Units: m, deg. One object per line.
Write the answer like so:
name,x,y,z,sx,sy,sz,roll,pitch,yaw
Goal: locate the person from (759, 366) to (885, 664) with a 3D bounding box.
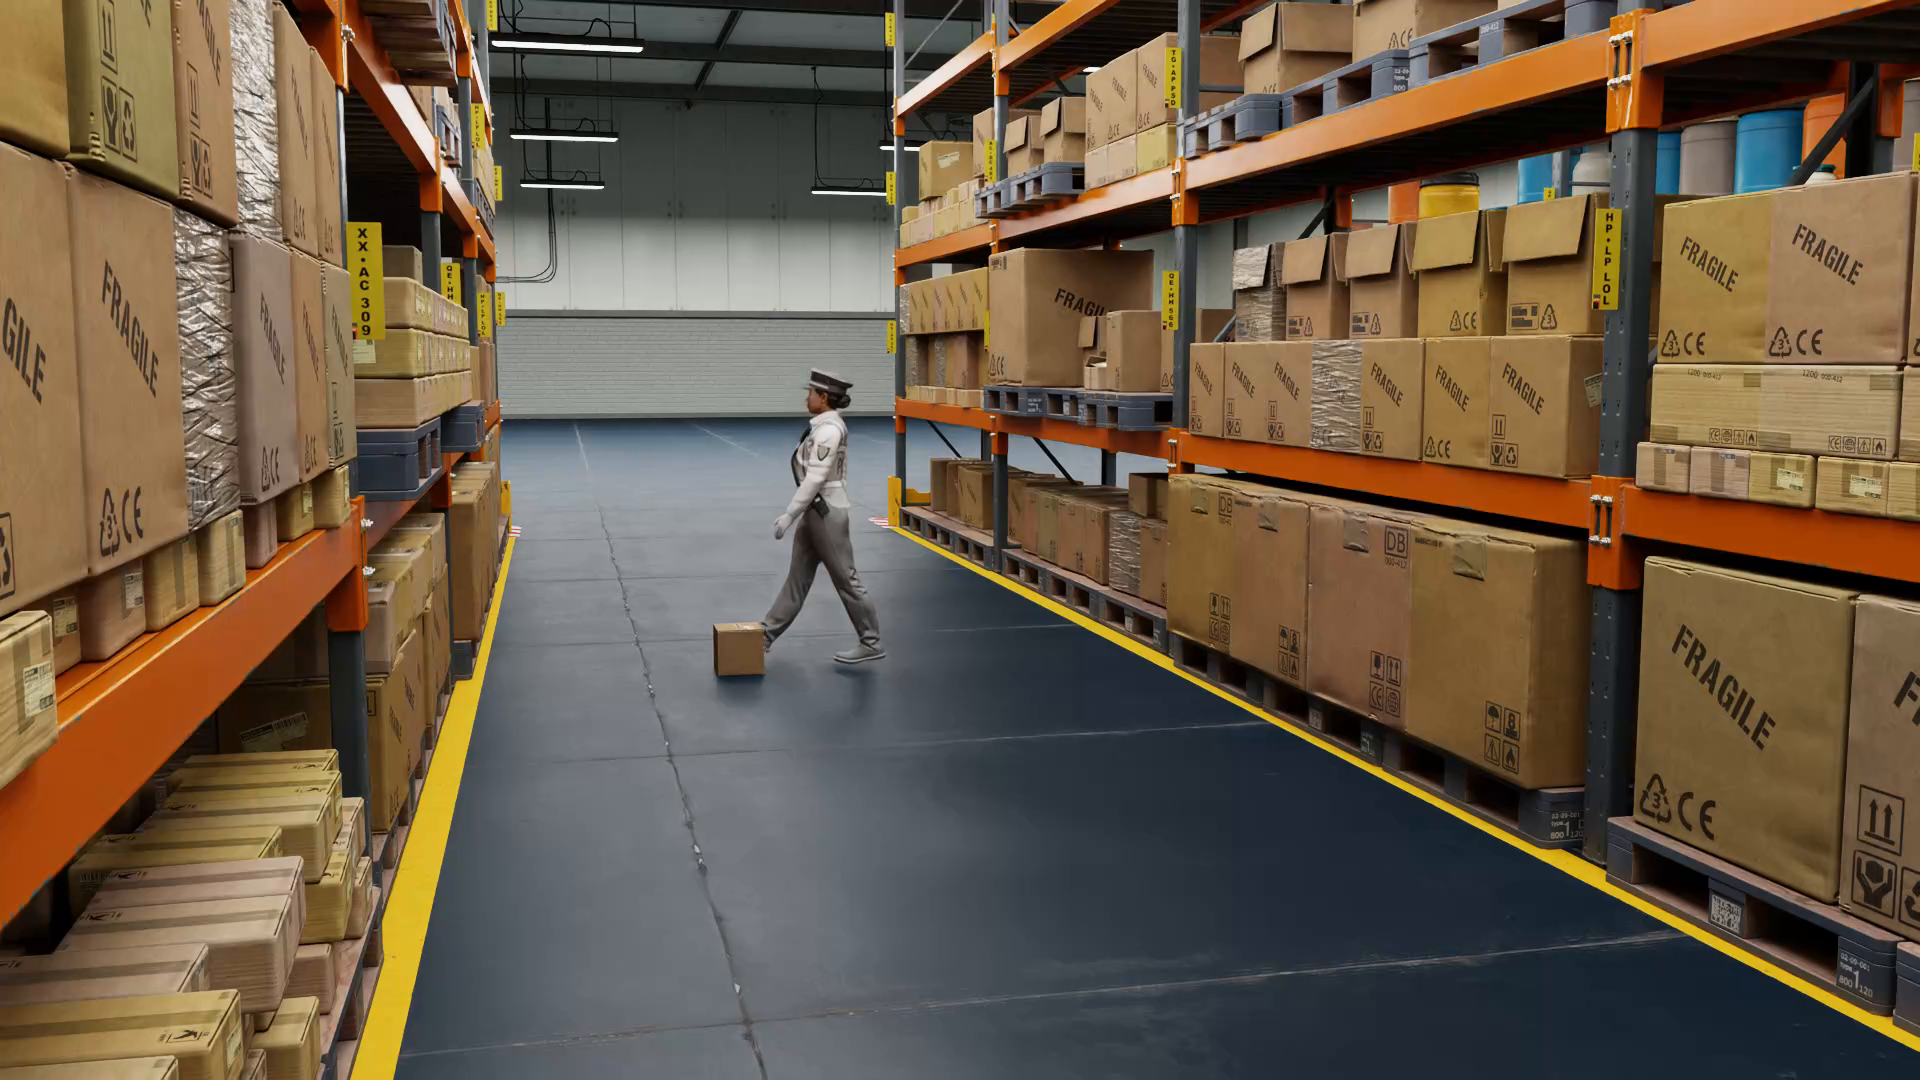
person,-0.877,-0.134,9.191,0.918,1.649,0.490,-1,6,-8
